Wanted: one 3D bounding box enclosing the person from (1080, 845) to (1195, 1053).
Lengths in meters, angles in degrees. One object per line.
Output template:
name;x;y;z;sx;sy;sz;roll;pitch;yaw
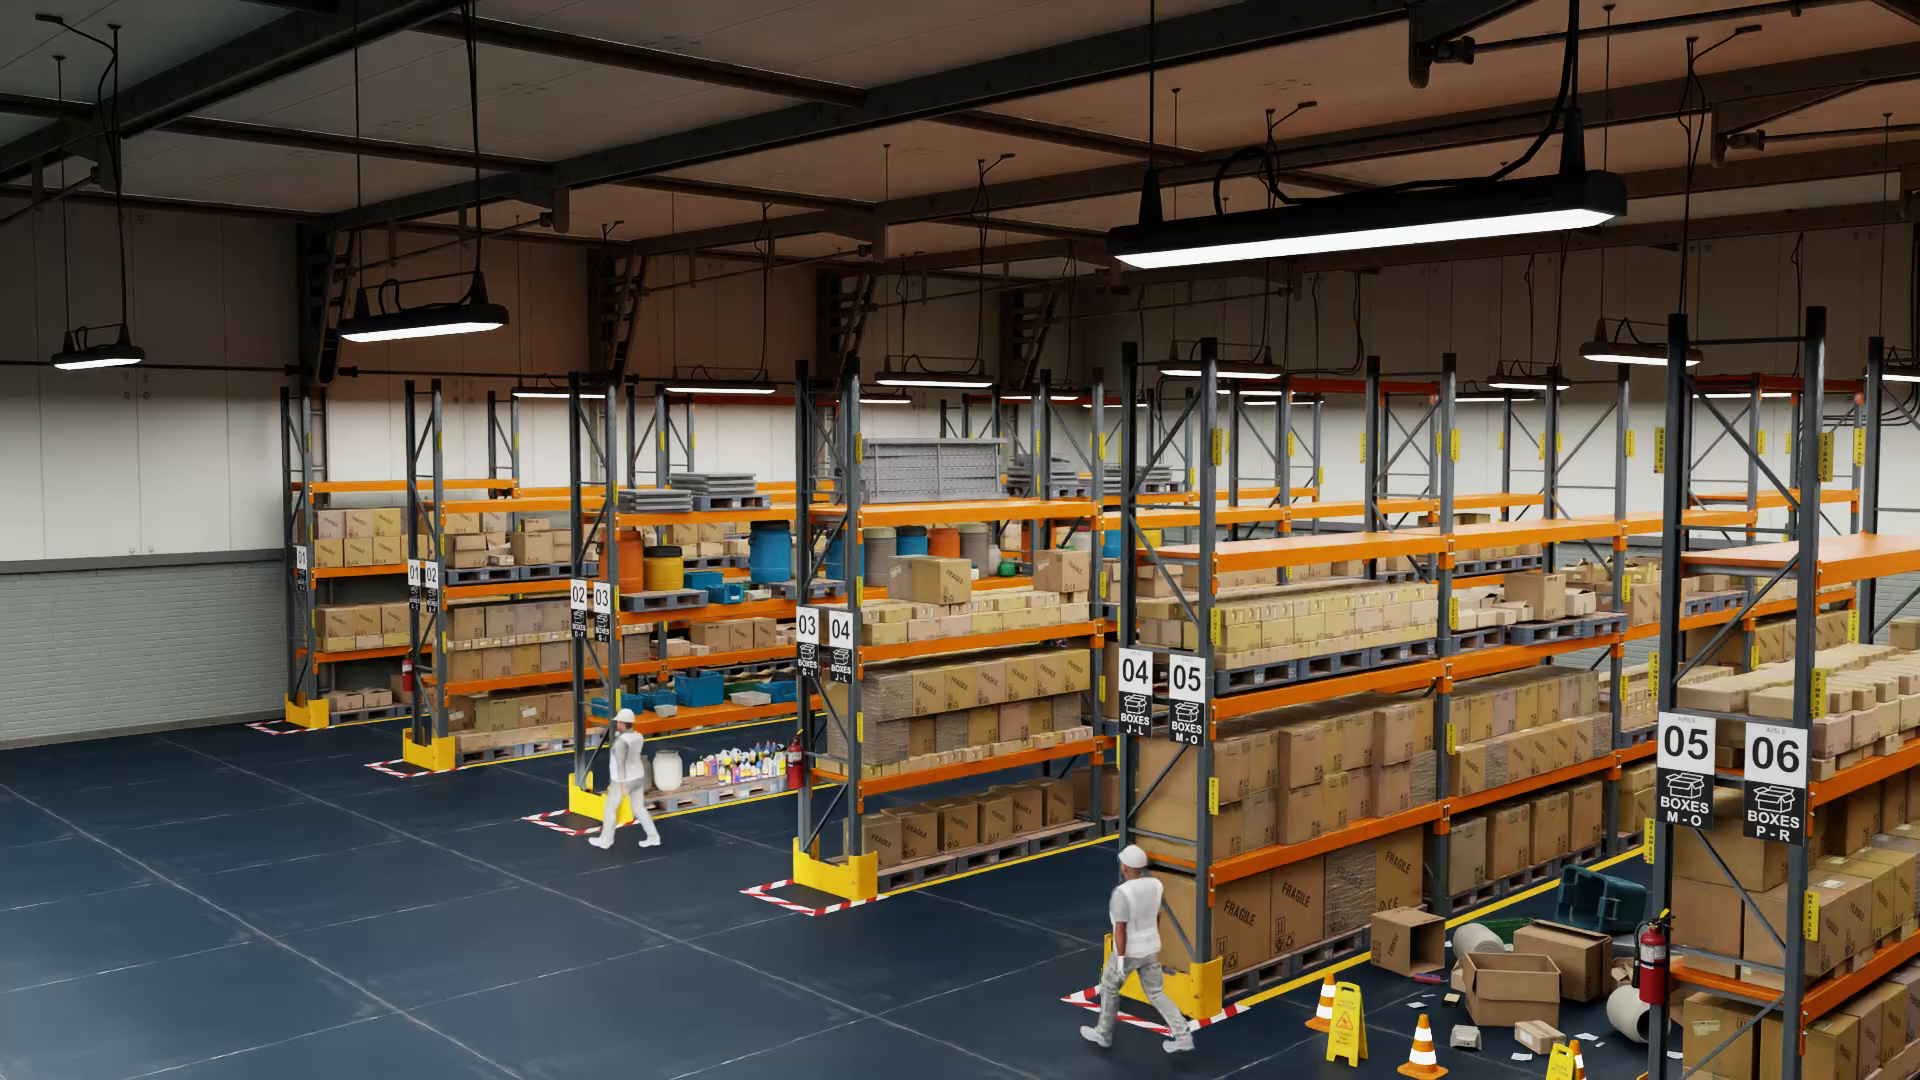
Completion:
person;1.463;3.407;13.815;0.560;1.745;1.065;-4;5;-44

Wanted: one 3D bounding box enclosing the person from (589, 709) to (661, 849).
person;-4.163;2.975;20.726;0.869;1.757;0.532;2;4;30
